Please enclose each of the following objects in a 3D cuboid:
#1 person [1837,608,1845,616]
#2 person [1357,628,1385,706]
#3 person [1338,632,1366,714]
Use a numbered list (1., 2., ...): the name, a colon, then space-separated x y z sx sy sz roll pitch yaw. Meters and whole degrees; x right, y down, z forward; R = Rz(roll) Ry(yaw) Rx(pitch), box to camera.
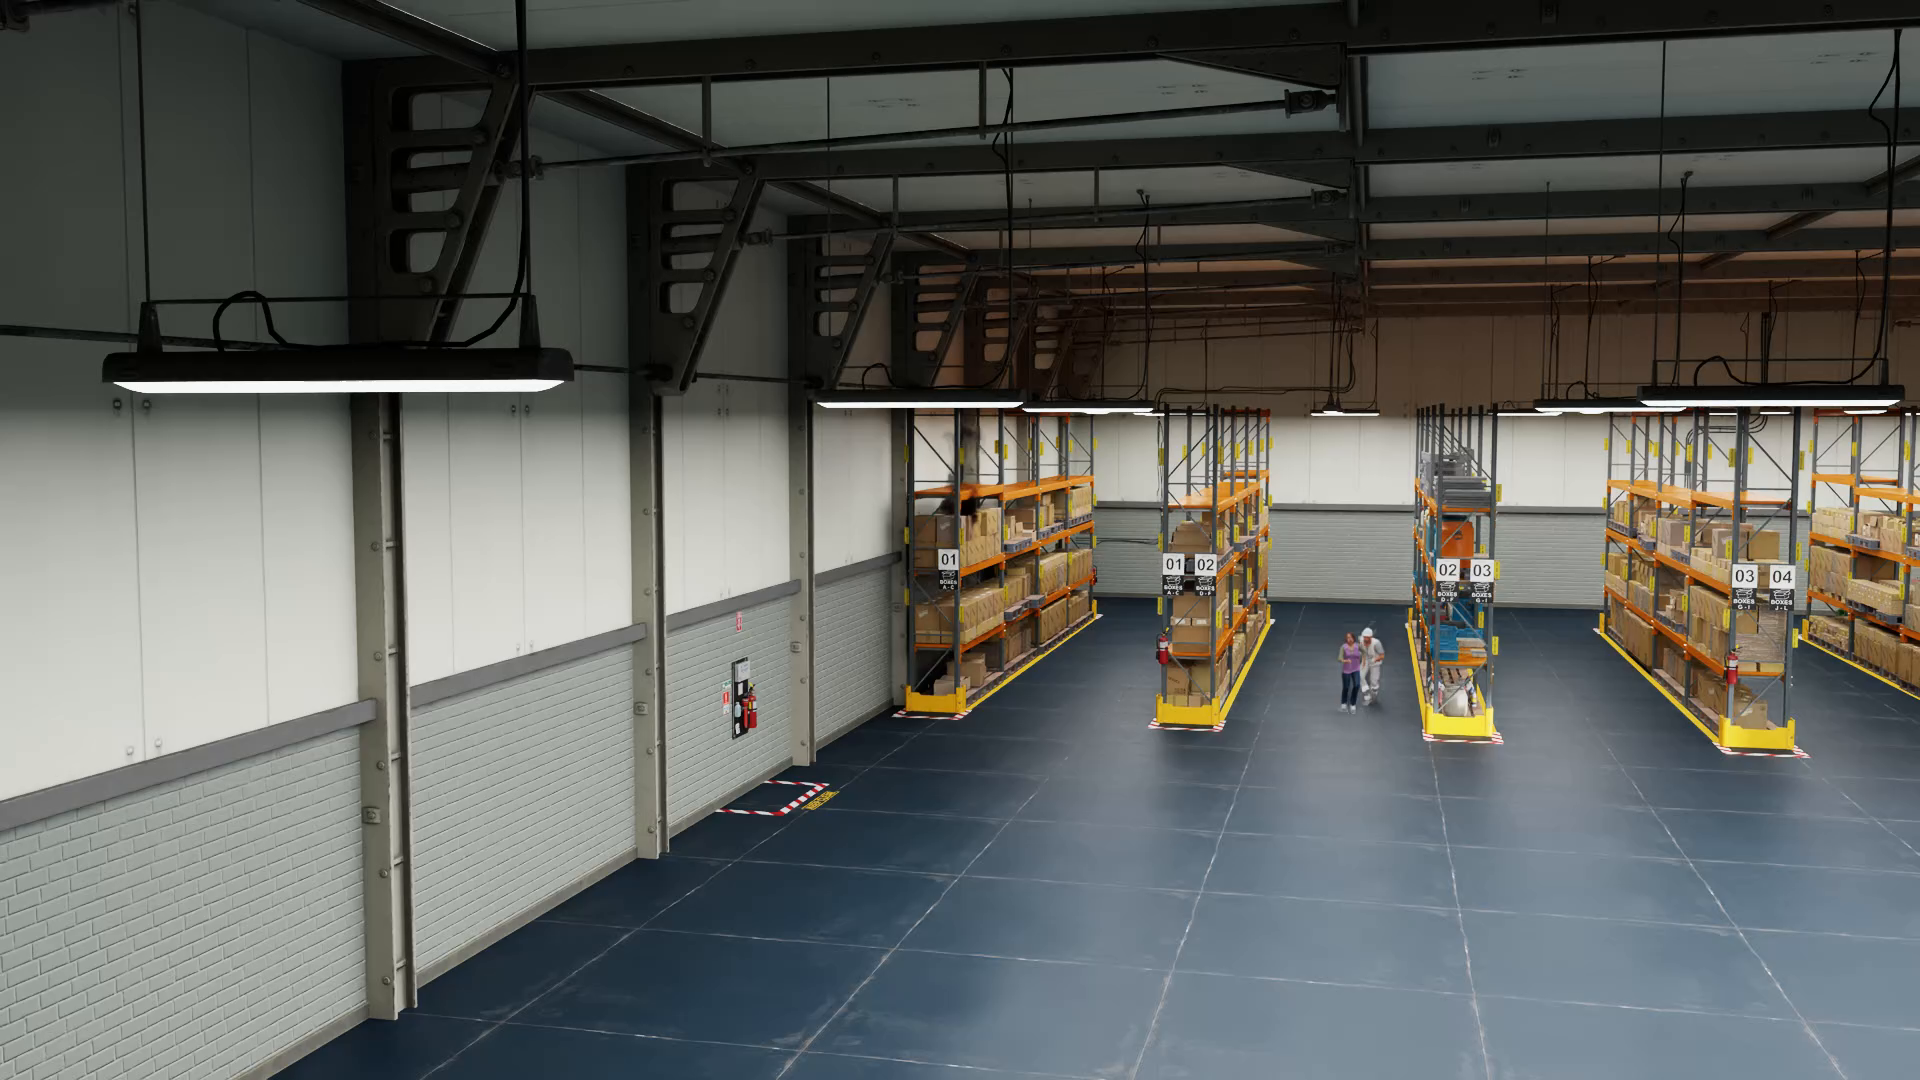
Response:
1. person: 23.401 1.679 43.862 0.711 1.738 0.700 4 6 45
2. person: 8.241 2.499 33.322 0.682 1.576 1.133 3 5 32
3. person: 7.597 2.571 32.258 0.545 1.589 0.812 1 4 9
